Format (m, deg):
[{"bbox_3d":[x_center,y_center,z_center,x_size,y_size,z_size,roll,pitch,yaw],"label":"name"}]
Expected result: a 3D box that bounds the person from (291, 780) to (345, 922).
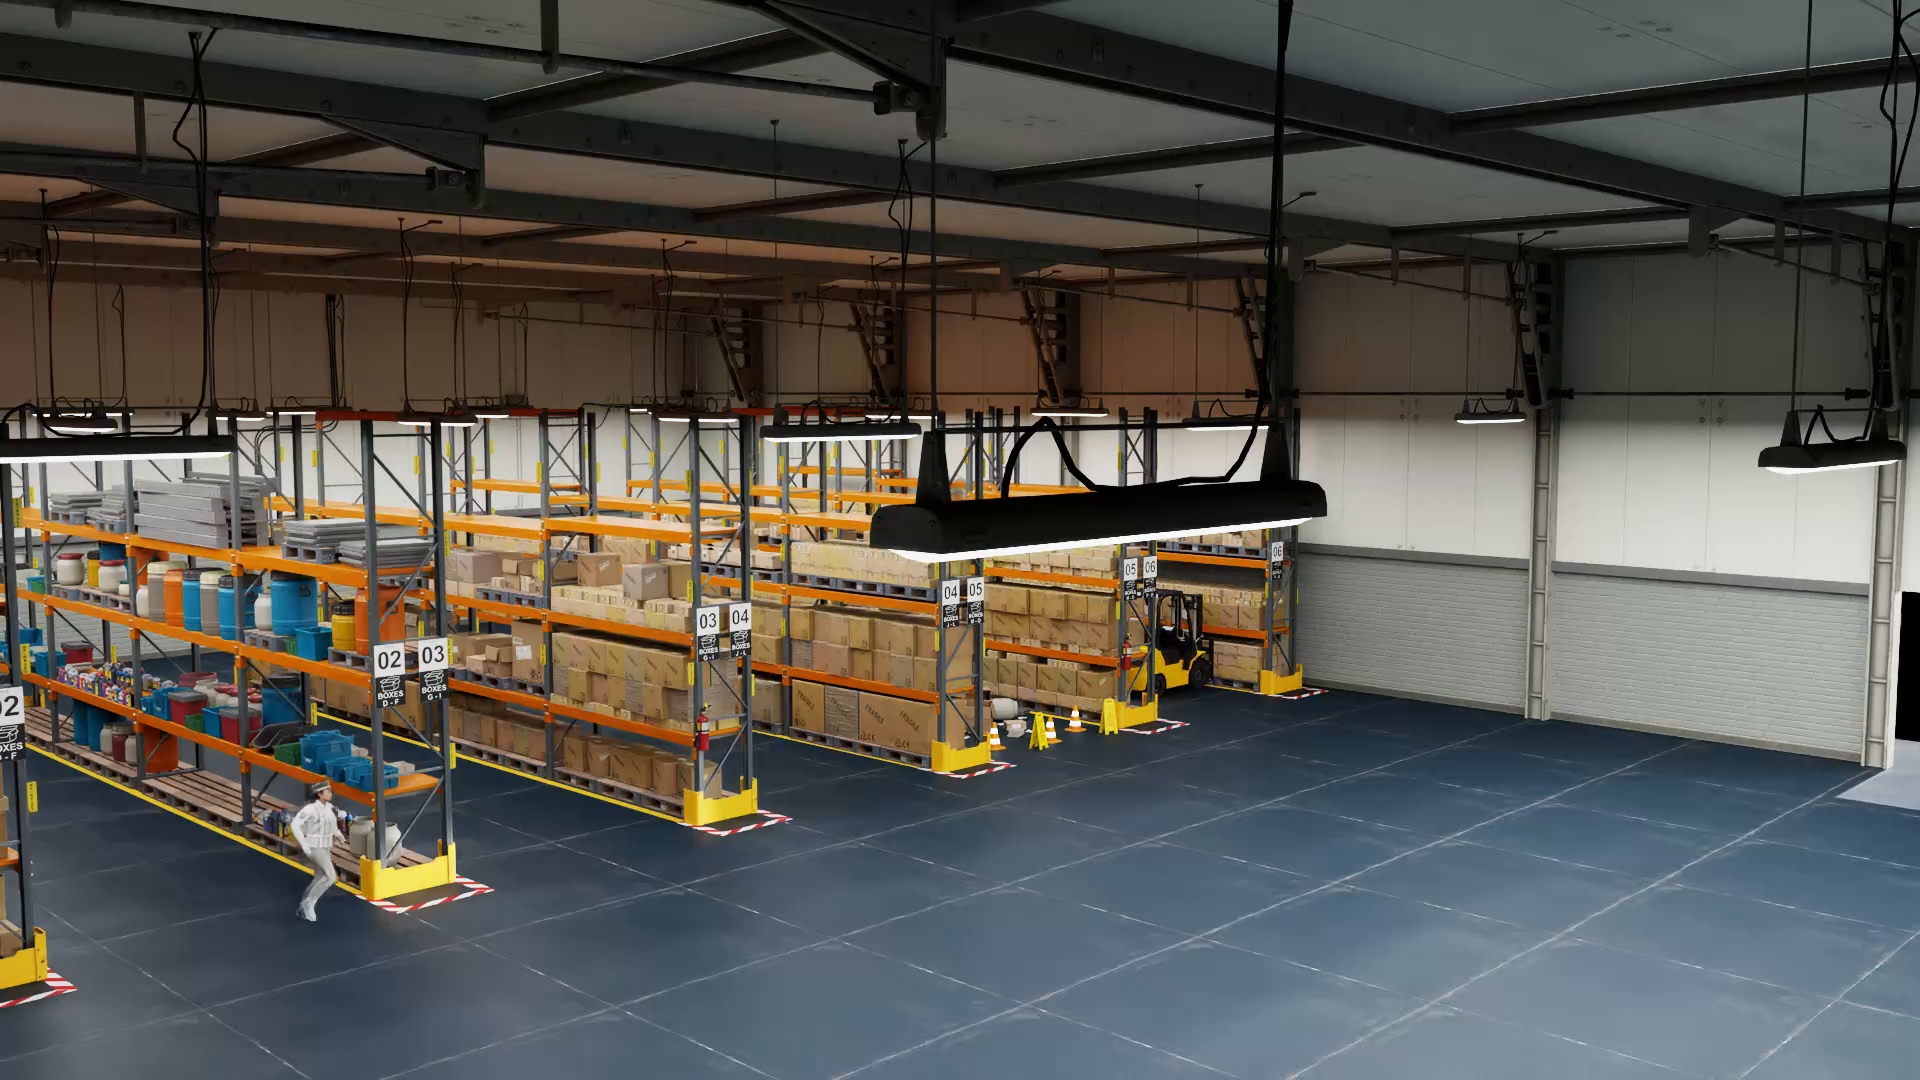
[{"bbox_3d":[-7.708,3.732,20.094,0.555,1.649,0.638,1,5,8],"label":"person"}]
